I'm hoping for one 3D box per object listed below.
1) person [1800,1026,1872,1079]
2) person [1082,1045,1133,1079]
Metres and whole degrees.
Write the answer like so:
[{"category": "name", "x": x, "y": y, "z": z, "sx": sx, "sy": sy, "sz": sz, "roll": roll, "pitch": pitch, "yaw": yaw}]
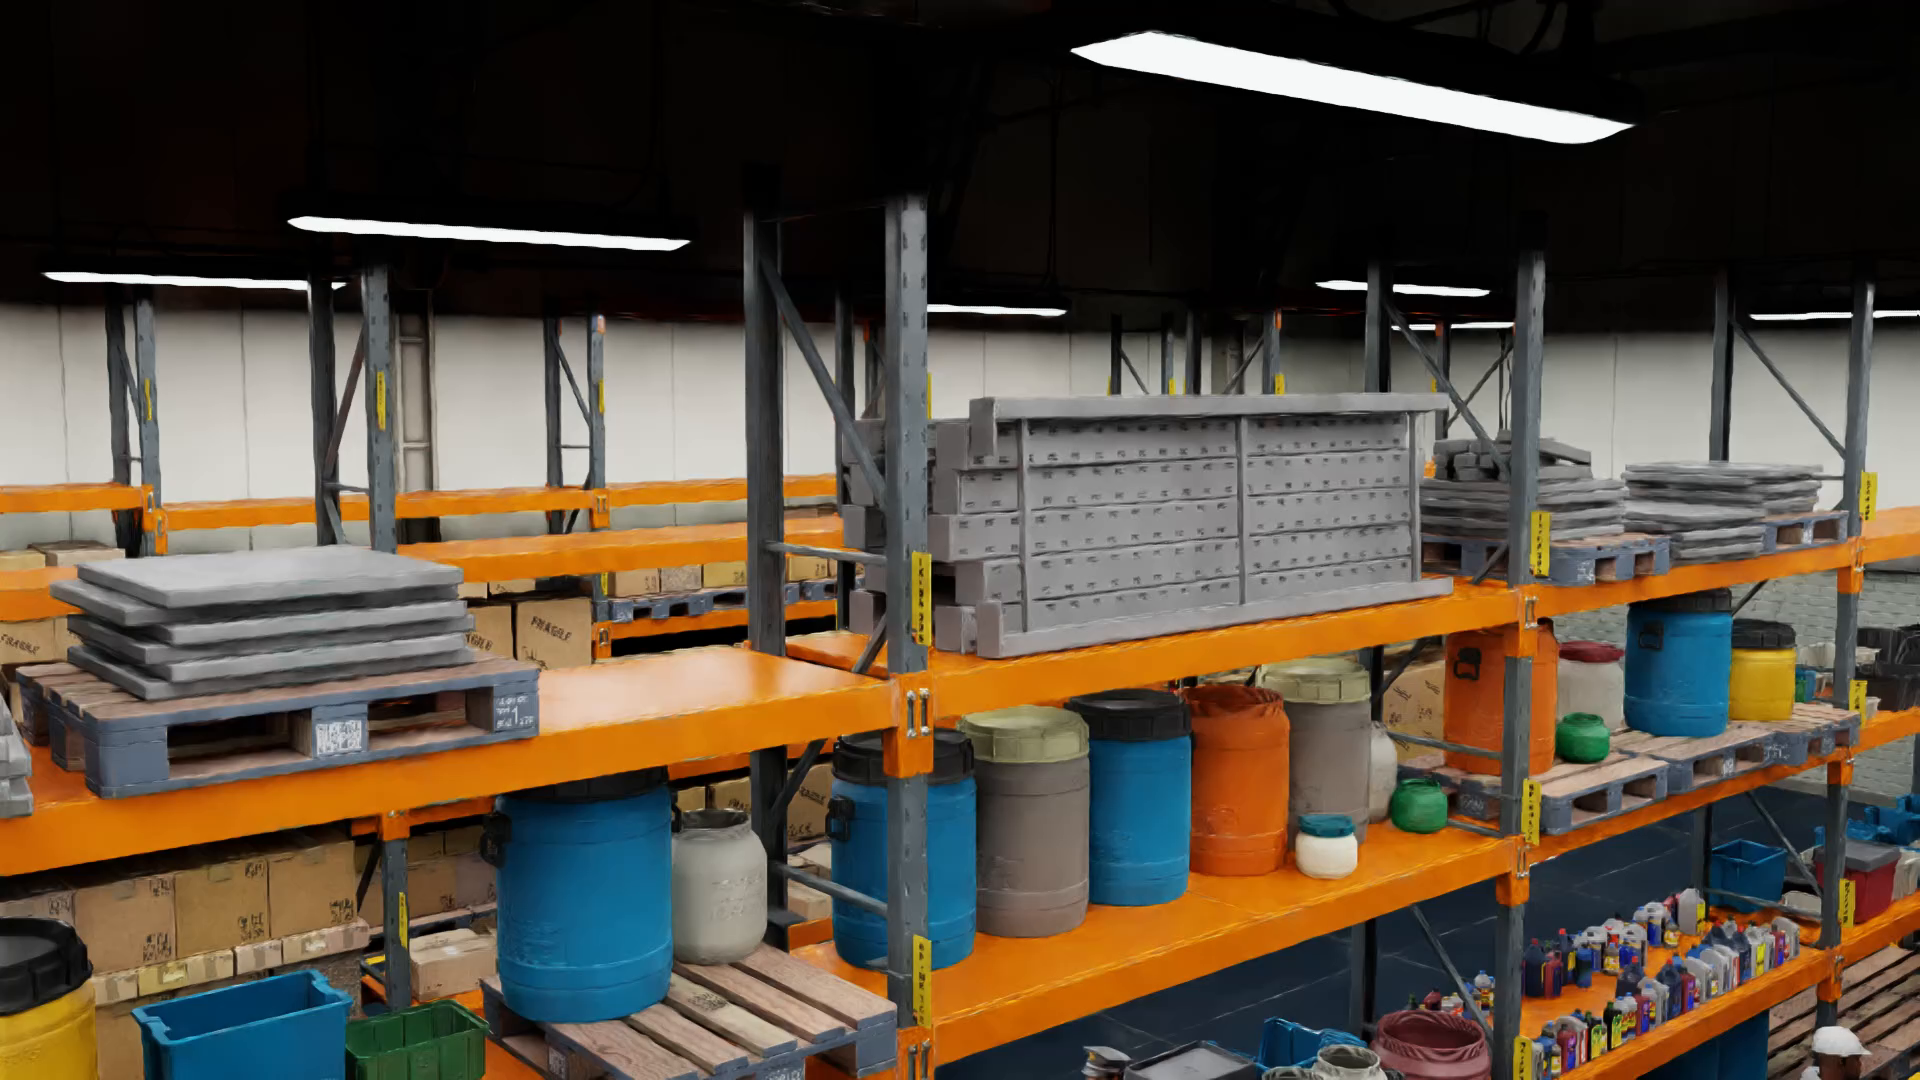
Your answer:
[{"category": "person", "x": 4.618, "y": 3.424, "z": 8.756, "sx": 0.469, "sy": 1.766, "sz": 0.642, "roll": 3, "pitch": 6, "yaw": 29}, {"category": "person", "x": 0.859, "y": 3.496, "z": 9.022, "sx": 0.512, "sy": 1.632, "sz": 0.639, "roll": -5, "pitch": 7, "yaw": -41}]
